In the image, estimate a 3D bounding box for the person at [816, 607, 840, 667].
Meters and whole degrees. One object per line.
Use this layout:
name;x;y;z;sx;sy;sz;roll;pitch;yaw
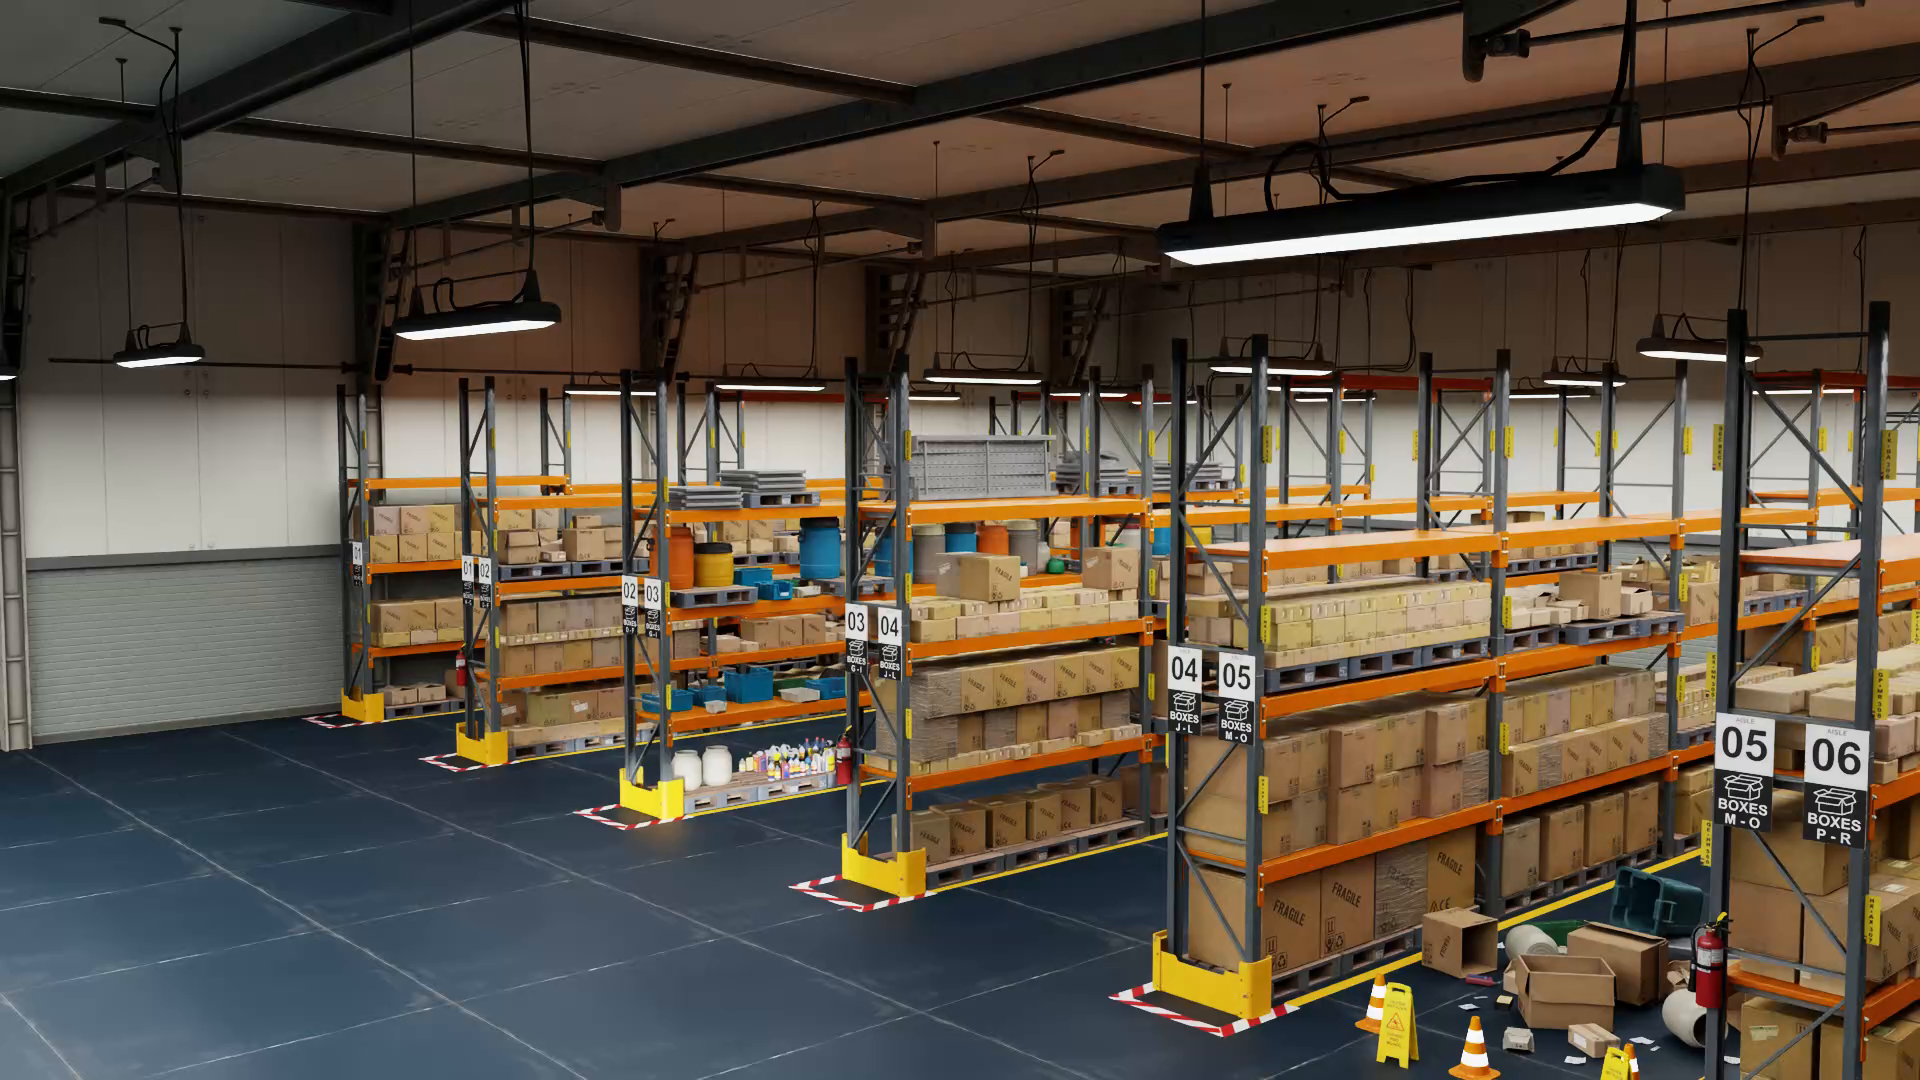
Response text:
person;-2.604;2.076;32.780;0.614;1.800;0.472;-3;5;-35

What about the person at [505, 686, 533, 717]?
person;-7.620;2.480;28.716;0.560;1.755;0.353;-3;5;-41
